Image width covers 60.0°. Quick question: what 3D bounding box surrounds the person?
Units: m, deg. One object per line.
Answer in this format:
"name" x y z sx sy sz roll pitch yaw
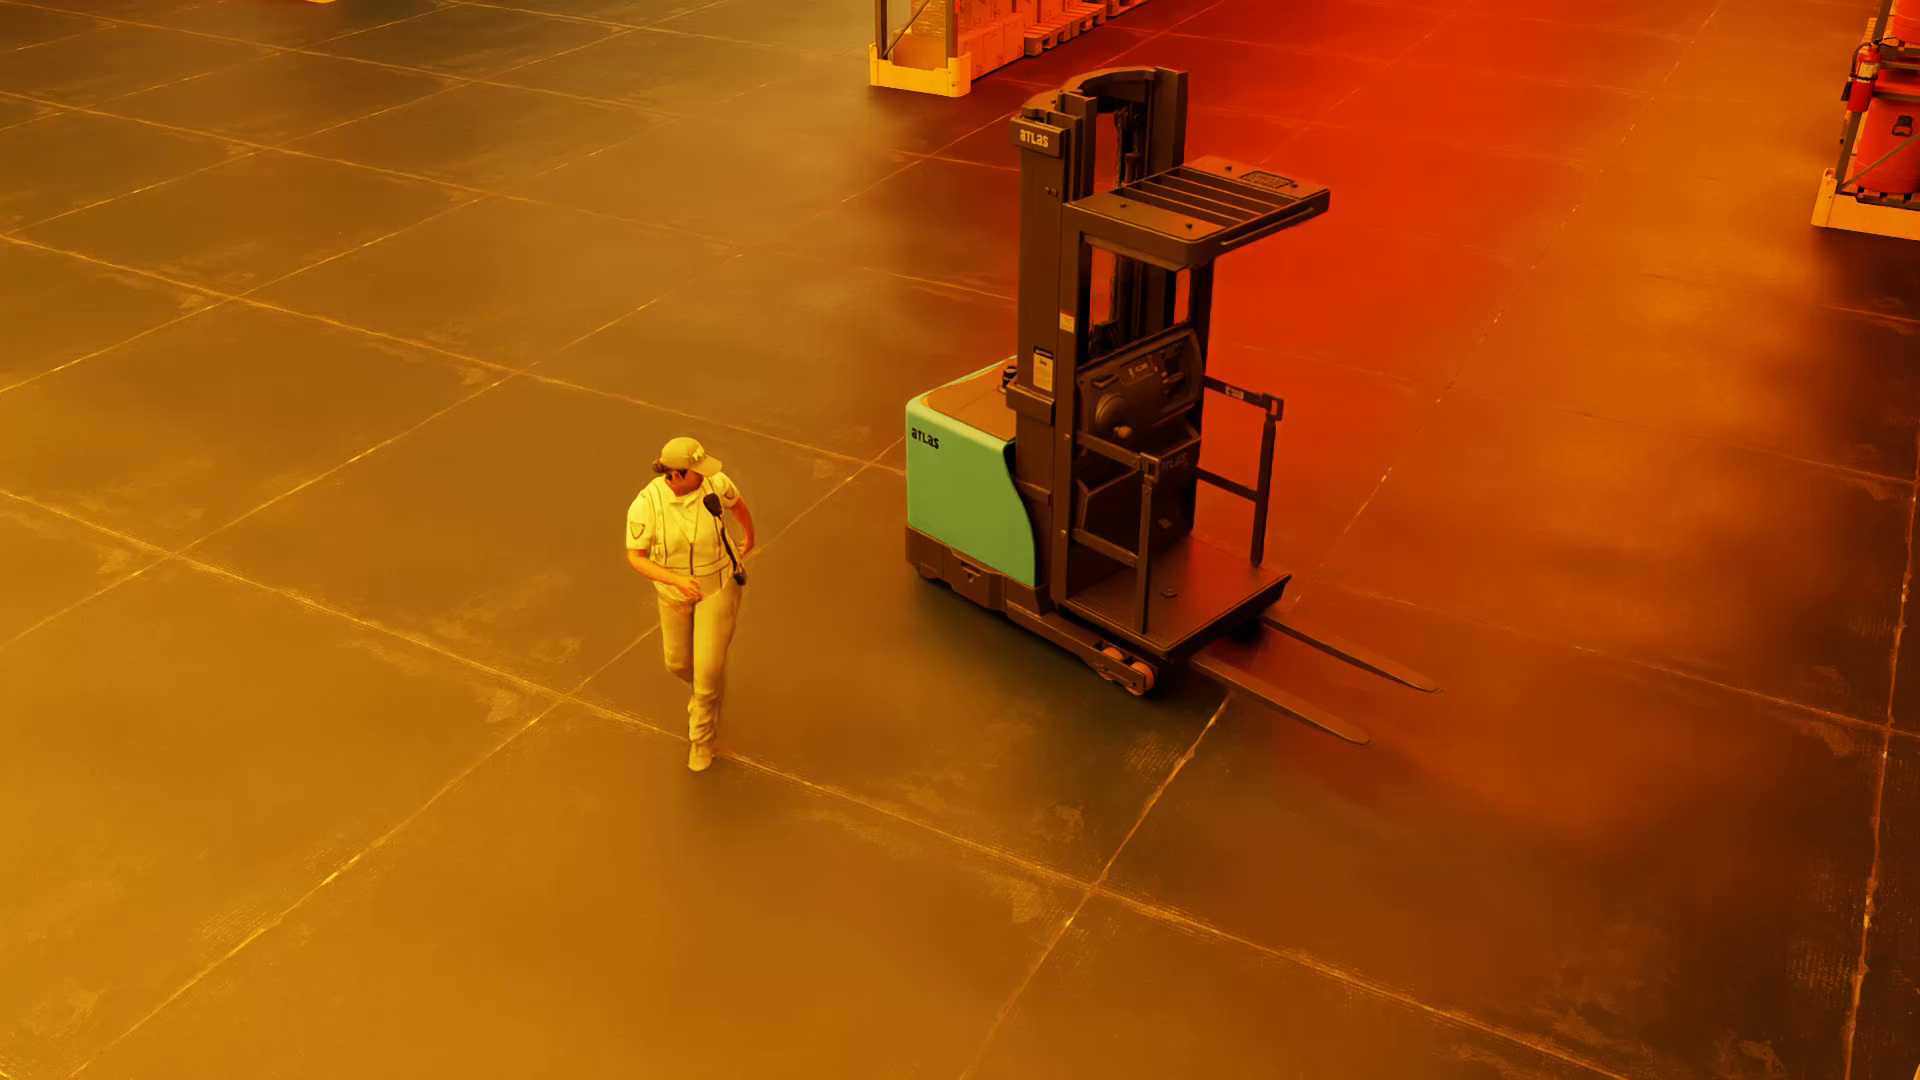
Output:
"person" -1.293 0.249 8.028 0.524 1.647 0.844 1 30 2

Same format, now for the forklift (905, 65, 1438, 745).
"forklift" 1.079 -0.760 8.387 3.031 2.935 1.130 27 39 38
